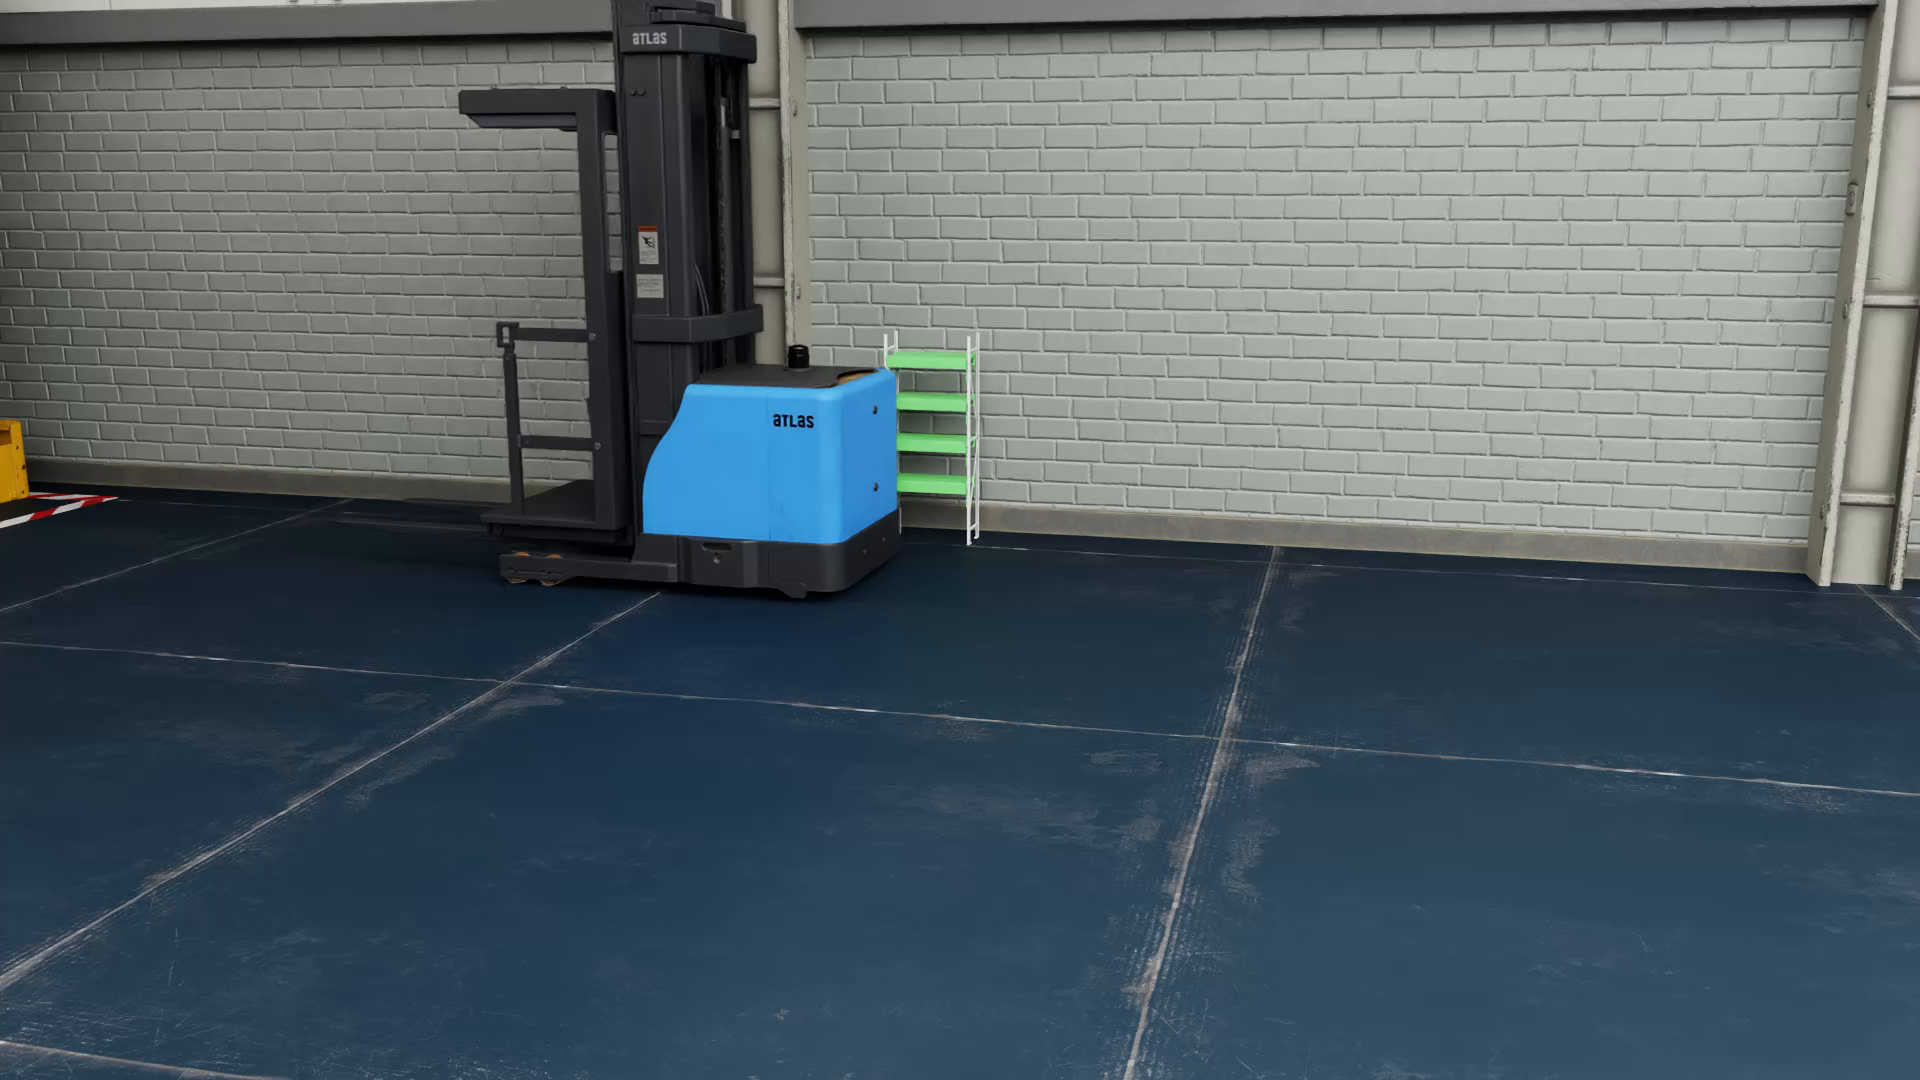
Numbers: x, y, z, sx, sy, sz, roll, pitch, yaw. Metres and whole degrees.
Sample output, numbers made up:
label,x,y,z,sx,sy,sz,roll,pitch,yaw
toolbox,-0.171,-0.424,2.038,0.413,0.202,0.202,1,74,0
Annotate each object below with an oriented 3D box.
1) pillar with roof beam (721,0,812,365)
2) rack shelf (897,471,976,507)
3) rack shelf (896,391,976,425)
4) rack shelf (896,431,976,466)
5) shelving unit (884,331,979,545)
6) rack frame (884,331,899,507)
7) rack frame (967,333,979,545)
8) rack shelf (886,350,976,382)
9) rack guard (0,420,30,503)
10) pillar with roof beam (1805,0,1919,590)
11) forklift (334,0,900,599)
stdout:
label,x,y,z,sx,sy,sz,roll,pitch,yaw
pillar with roof beam,-2.155,-3.584,5.113,0.400,9.000,9.100,3,13,14
rack shelf,-0.161,-0.298,9.708,0.480,0.148,0.258,3,13,14
rack shelf,-0.161,-0.766,9.604,0.480,0.148,0.258,3,13,14
rack shelf,-0.161,-0.532,9.656,0.480,0.148,0.258,3,13,14
shelving unit,-0.161,-0.594,9.642,0.503,1.200,0.258,3,13,14
rack frame,-0.398,-0.607,9.700,0.015,1.200,0.240,3,13,14
rack frame,0.076,-0.582,9.585,0.015,1.200,0.240,3,13,14
rack shelf,-0.161,-1.001,9.552,0.480,0.148,0.258,3,13,14
rack guard,-6.465,-0.425,10.495,0.348,0.500,1.175,3,13,14
pillar with roof beam,3.670,-3.273,3.710,0.400,9.000,9.100,3,13,14
forklift,-1.904,-1.295,8.804,3.031,2.935,1.130,4,13,16
